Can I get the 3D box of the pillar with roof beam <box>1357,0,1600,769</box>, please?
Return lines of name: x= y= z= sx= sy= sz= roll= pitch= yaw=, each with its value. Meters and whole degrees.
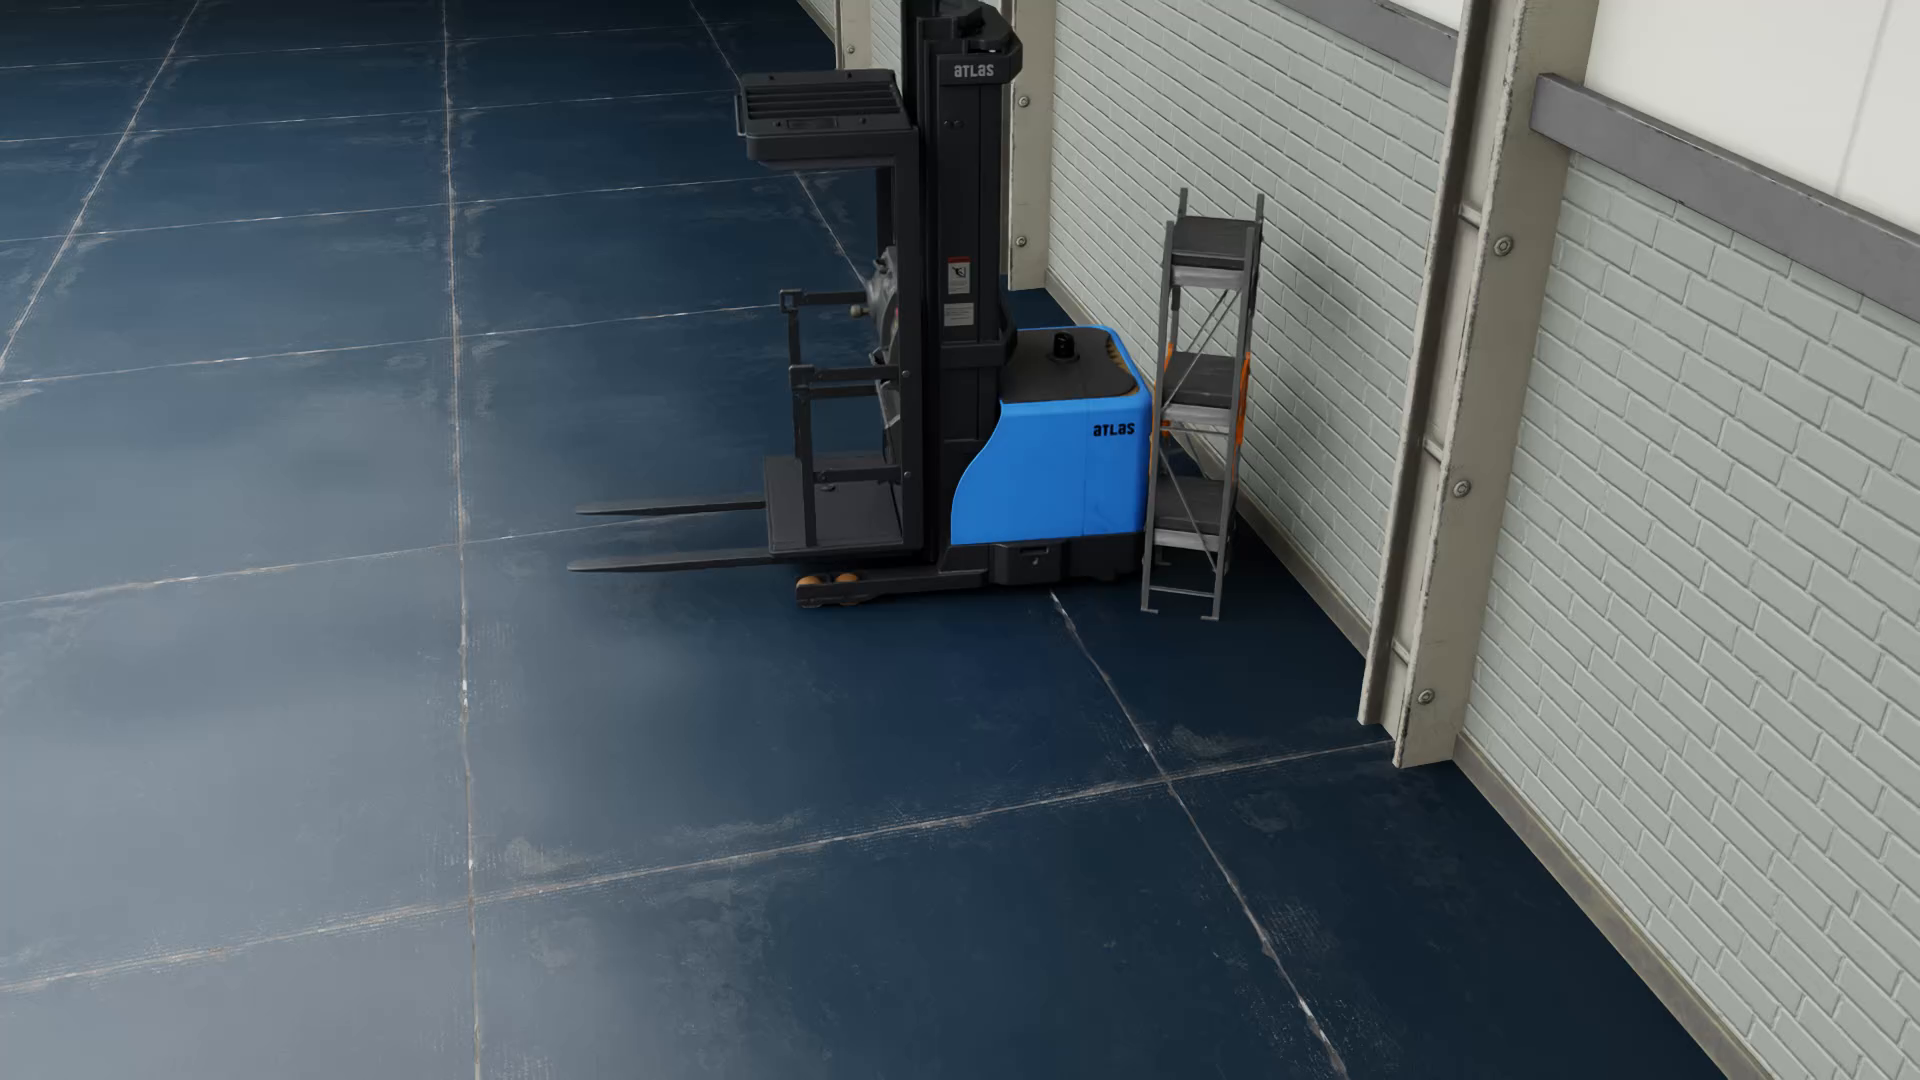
pillar with roof beam: x=-2.087 y=-2.410 z=4.430 sx=9.100 sy=9.000 sz=0.400 roll=-8 pitch=31 yaw=-13

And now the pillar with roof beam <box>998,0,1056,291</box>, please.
pillar with roof beam: x=-3.680 y=-5.308 z=9.437 sx=9.100 sy=9.000 sz=0.400 roll=-8 pitch=31 yaw=-13

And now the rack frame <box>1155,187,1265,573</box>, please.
rack frame: x=1.253 y=-0.758 z=8.463 sx=0.400 sy=2.100 sz=0.015 roll=7 pitch=31 yaw=12

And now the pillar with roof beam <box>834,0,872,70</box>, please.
pillar with roof beam: x=-5.272 y=-8.206 z=14.444 sx=9.100 sy=9.000 sz=0.400 roll=-8 pitch=31 yaw=-13

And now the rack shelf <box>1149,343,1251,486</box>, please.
rack shelf: x=1.194 y=-0.627 z=8.265 sx=0.431 sy=0.518 sz=0.480 roll=7 pitch=31 yaw=12

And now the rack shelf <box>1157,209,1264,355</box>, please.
rack shelf: x=1.194 y=-1.233 z=7.914 sx=0.431 sy=0.518 sz=0.480 roll=7 pitch=31 yaw=12

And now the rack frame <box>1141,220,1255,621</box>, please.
rack frame: x=1.134 y=-0.521 z=8.053 sx=0.400 sy=2.100 sz=0.015 roll=7 pitch=31 yaw=12

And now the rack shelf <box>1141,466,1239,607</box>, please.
rack shelf: x=1.194 y=-0.021 z=8.616 sx=0.431 sy=0.518 sz=0.480 roll=7 pitch=31 yaw=12

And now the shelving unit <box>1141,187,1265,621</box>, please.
shelving unit: x=1.194 y=-0.639 z=8.258 sx=0.431 sy=2.100 sz=0.503 roll=7 pitch=31 yaw=12

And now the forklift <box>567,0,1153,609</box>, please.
forklift: x=-0.565 y=-1.194 z=8.388 sx=3.031 sy=2.935 sz=1.130 roll=-4 pitch=30 yaw=-7
